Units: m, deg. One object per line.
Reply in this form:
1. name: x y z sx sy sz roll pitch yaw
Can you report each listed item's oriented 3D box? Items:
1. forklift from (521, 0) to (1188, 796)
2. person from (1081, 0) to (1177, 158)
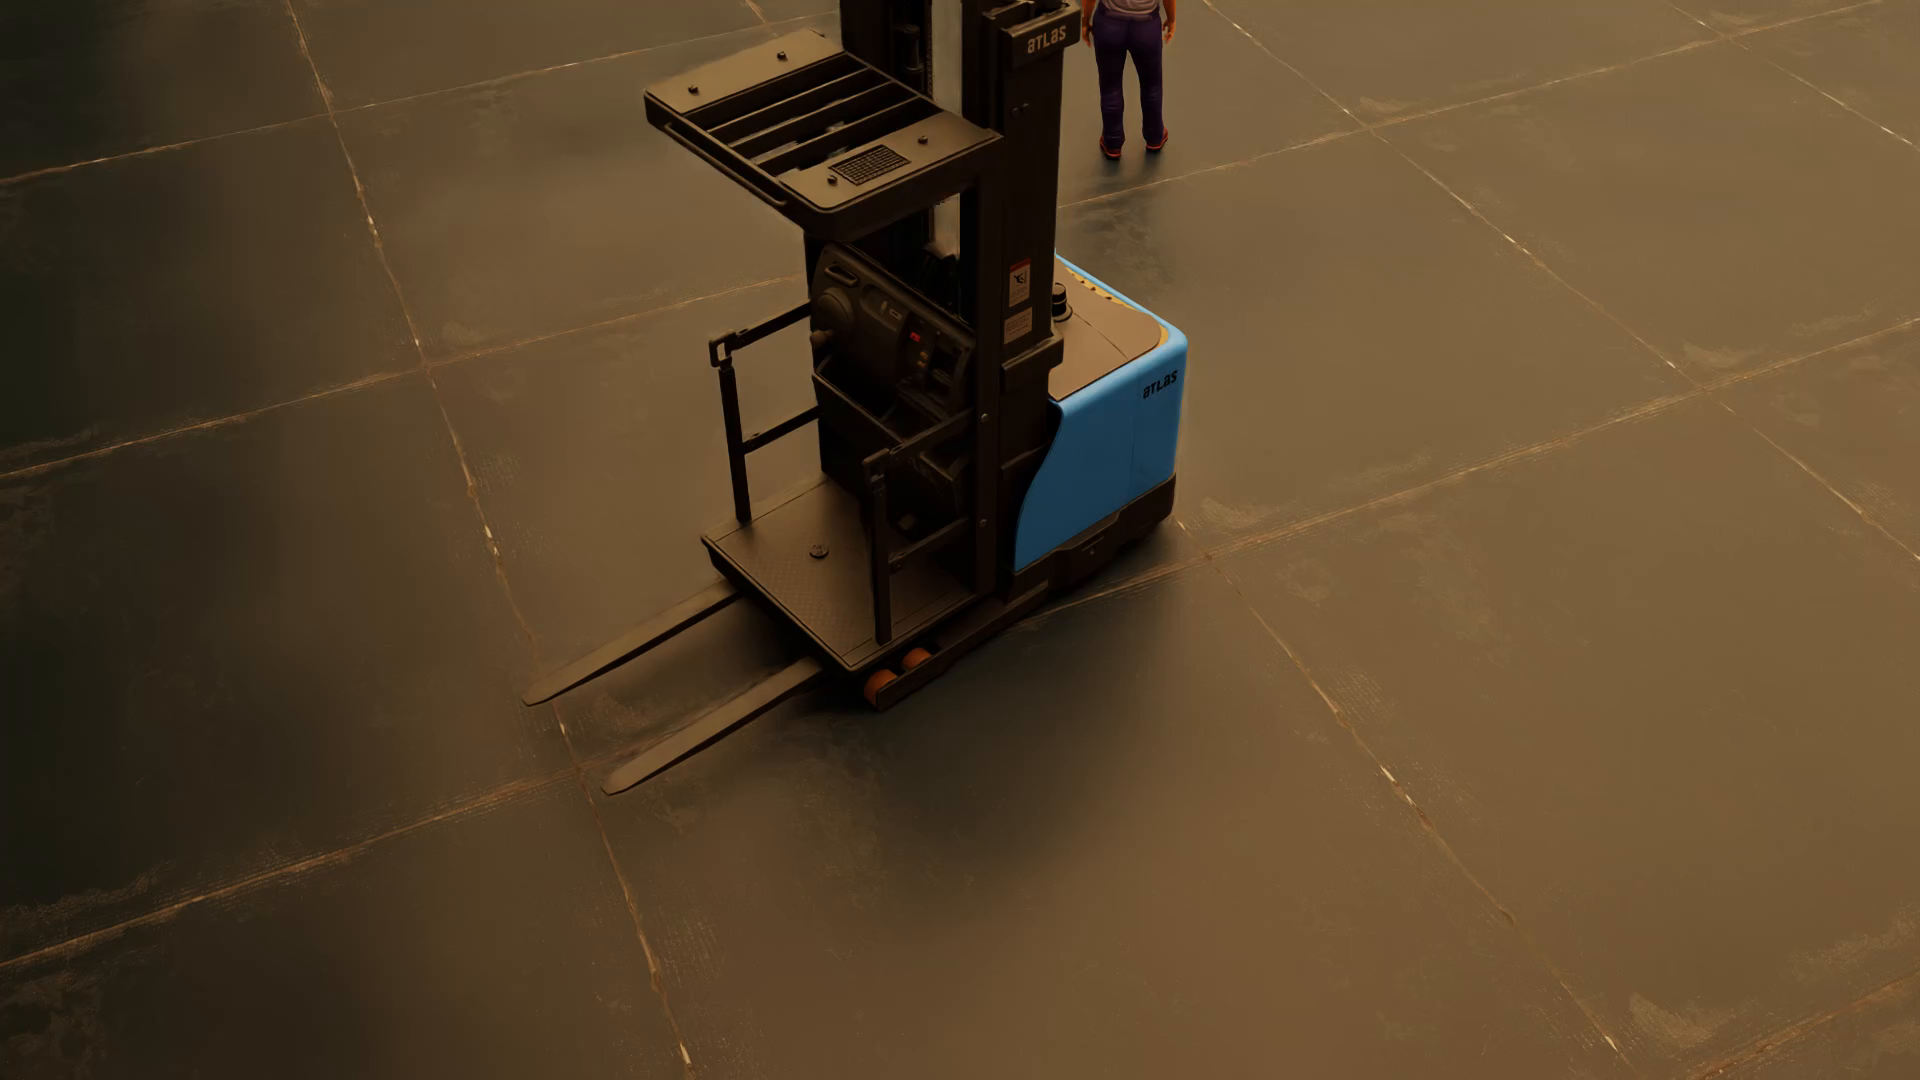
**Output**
1. forklift: -0.438 -0.766 6.500 3.031 2.935 1.130 -31 51 -29
2. person: 1.013 -3.070 9.900 0.598 1.651 0.502 3 43 3
